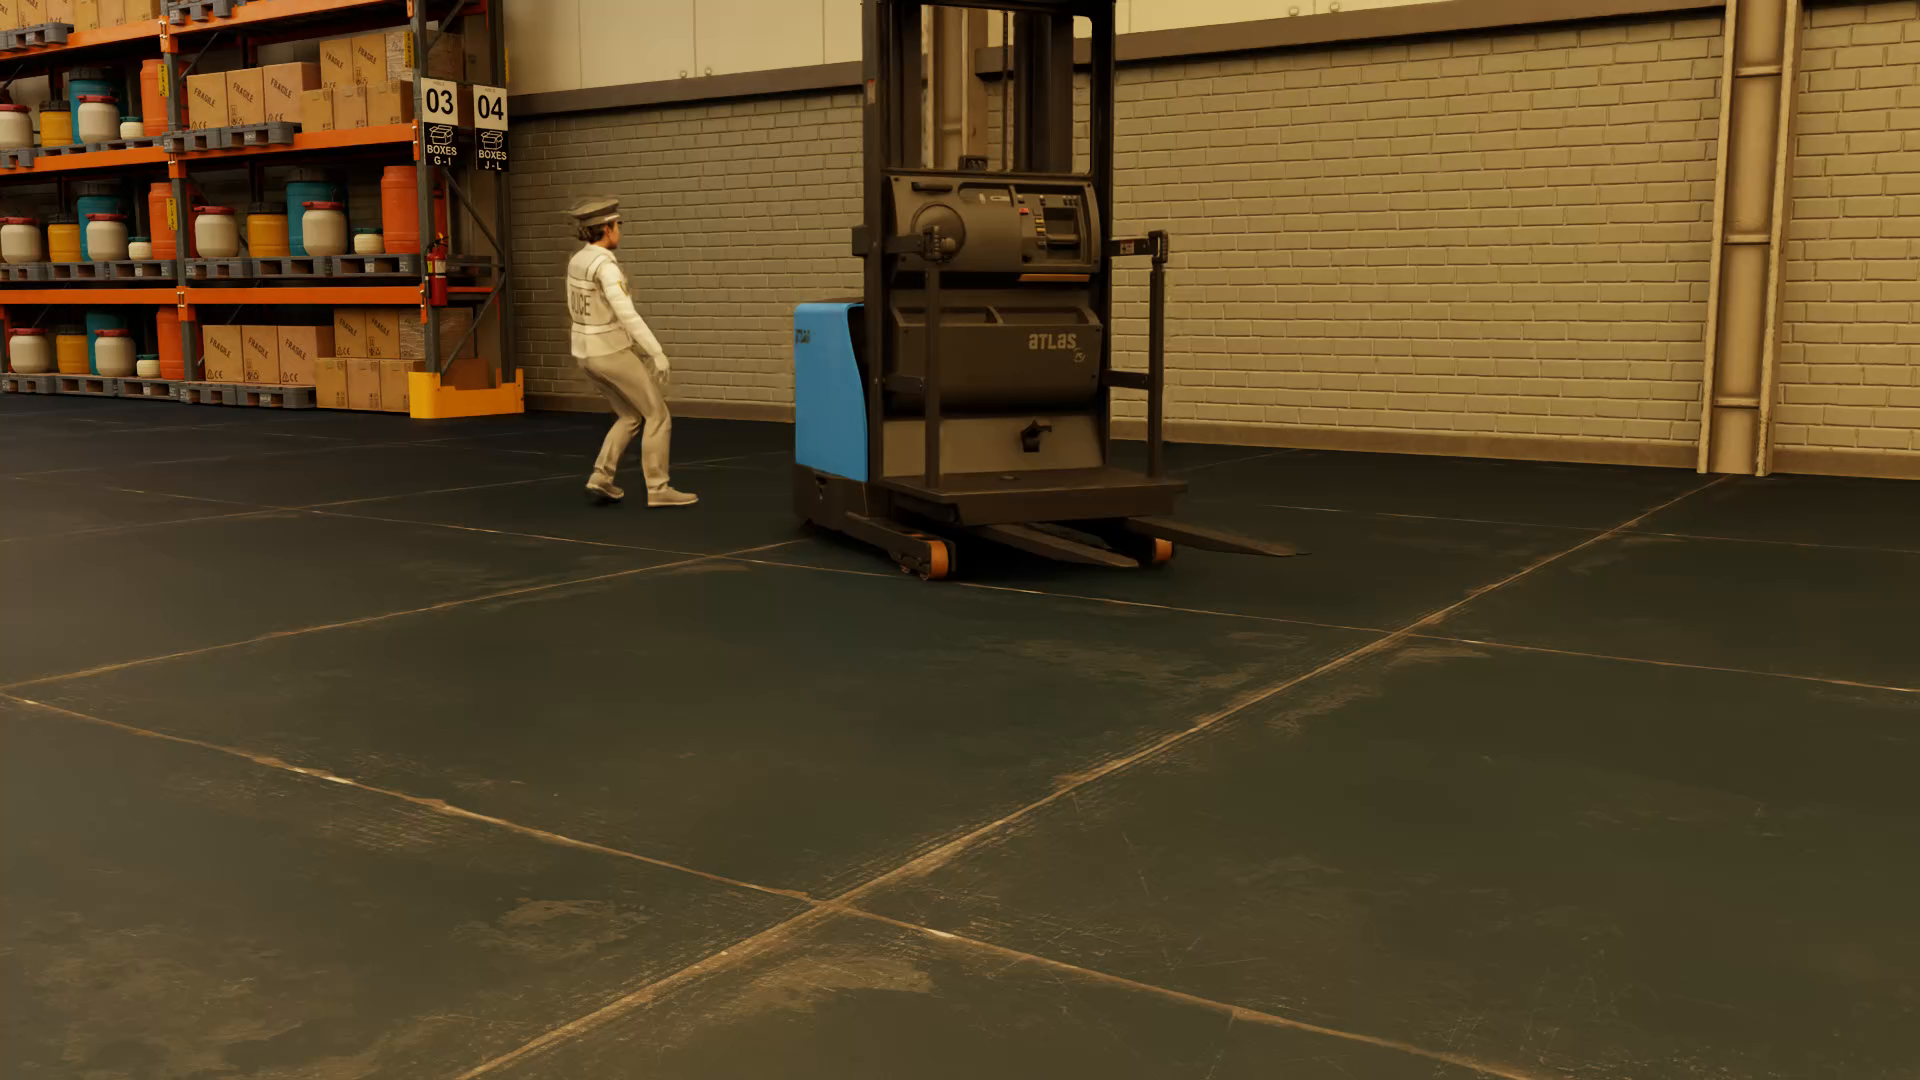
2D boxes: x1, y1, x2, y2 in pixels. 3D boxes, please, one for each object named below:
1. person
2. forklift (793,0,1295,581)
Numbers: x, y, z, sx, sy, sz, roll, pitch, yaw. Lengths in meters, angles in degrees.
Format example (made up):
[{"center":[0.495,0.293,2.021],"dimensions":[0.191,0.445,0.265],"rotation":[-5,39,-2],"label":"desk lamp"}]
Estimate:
[{"center":[-1.765,-0.997,8.849],"dimensions":[0.558,1.613,0.682],"rotation":[-6,10,-34],"label":"person"},{"center":[0.241,-1.358,6.745],"dimensions":[1.130,2.935,3.031],"rotation":[-3,9,-23],"label":"forklift"}]
